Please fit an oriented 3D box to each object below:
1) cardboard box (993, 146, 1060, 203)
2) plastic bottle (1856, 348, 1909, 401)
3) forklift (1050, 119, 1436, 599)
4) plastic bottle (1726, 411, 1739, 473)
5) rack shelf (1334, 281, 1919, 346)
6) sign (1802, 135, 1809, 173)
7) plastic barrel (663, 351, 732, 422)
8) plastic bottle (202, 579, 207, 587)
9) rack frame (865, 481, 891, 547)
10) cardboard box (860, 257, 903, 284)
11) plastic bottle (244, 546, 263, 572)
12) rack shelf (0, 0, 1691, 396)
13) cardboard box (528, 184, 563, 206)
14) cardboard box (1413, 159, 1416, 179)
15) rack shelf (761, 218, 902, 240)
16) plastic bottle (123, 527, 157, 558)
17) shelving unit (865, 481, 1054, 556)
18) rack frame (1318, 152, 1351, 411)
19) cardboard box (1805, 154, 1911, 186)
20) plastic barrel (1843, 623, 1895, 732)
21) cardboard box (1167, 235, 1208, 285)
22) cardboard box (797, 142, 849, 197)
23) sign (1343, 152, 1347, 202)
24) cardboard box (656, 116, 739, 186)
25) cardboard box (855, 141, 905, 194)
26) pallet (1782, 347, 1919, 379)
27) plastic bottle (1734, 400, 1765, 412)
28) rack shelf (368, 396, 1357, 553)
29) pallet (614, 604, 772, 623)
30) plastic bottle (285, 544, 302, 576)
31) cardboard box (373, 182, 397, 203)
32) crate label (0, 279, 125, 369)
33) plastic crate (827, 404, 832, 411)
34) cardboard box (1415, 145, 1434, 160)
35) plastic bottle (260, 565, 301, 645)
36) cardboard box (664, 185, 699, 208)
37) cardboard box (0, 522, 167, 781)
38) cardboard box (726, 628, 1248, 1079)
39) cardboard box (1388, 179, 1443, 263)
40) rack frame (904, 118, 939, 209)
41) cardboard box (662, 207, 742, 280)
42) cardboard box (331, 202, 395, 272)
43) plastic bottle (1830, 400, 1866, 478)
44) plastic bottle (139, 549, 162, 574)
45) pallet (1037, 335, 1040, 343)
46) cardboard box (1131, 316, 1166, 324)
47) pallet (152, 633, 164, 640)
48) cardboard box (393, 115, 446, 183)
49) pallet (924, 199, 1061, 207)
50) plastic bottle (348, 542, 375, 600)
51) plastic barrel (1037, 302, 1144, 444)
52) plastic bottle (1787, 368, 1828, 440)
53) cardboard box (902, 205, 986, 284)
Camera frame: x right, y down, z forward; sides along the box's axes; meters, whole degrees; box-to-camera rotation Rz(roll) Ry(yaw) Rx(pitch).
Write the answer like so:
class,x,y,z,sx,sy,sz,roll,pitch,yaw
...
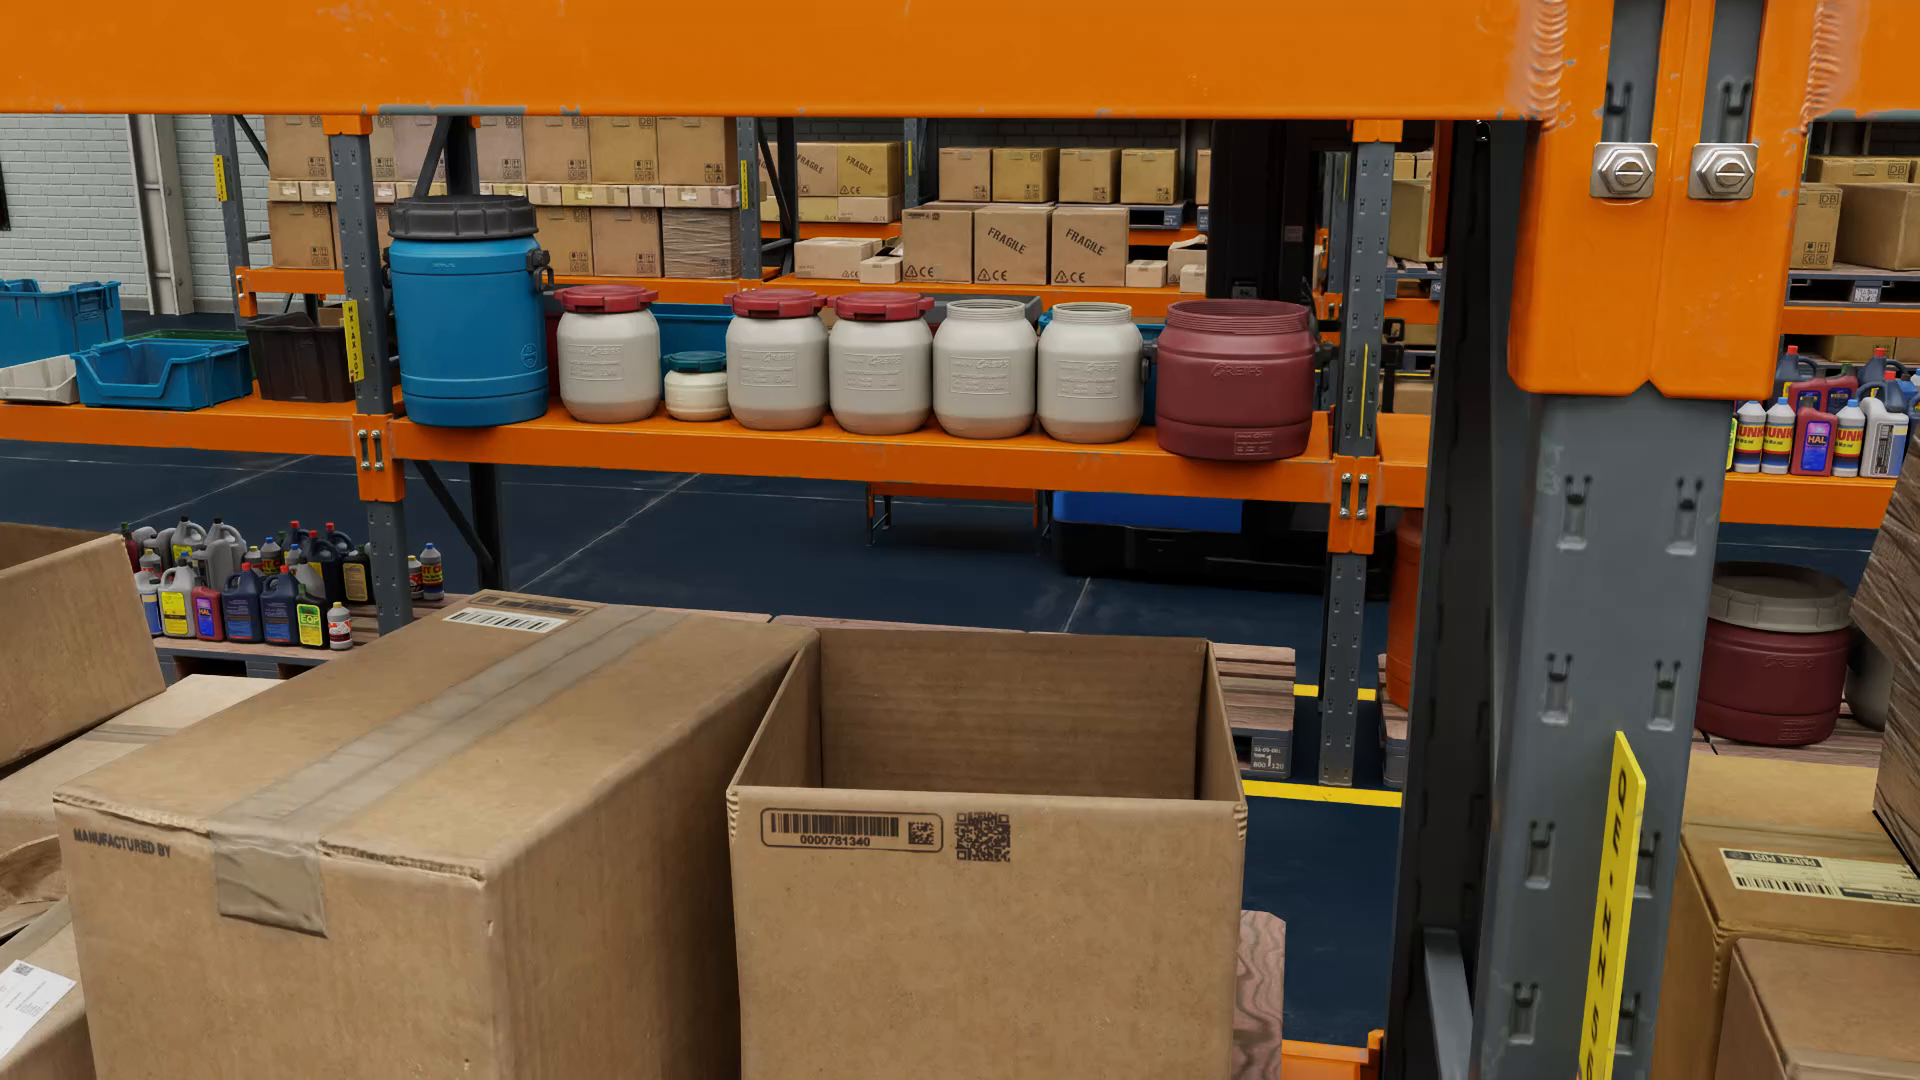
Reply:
class,x,y,z,sx,sy,sz,roll,pitch,yaw
cardboard box,0.658,-3.606,16.378,0.500,0.500,0.700,5,16,17
plastic bottle,3.626,-0.578,6.551,0.185,0.351,0.144,3,16,11
forklift,2.084,-1.253,9.026,3.031,2.935,1.130,4,16,14
plastic bottle,2.727,-0.389,5.995,0.133,0.283,0.061,3,16,11
rack shelf,4.516,-1.451,10.959,4.000,0.370,1.077,3,16,11
sign,7.361,-3.365,14.500,0.005,0.325,0.100,3,16,11
plastic barrel,-1.088,-0.644,6.958,0.301,0.262,0.301,0,15,0
plastic bottle,-3.552,0.261,7.694,0.133,0.283,0.061,3,16,11
rack frame,-0.492,-0.569,9.938,0.032,1.125,0.500,3,16,11
cardboard box,-0.536,-1.895,11.686,0.250,0.149,0.380,3,16,11
plastic bottle,-3.520,0.132,8.313,0.097,0.201,0.097,0,15,0
rack shelf,-1.381,-0.518,1.972,4.000,0.370,1.077,3,16,11
cardboard box,-2.917,-2.504,12.011,0.250,0.149,0.380,4,16,13
cardboard box,4.547,-3.415,15.920,0.500,0.500,0.500,3,16,10
rack shelf,-2.340,-3.173,17.174,4.000,0.370,1.077,3,16,11
plastic bottle,-4.145,0.070,8.398,0.135,0.276,0.152,3,16,12
shelving unit,0.007,-0.542,9.841,1.048,1.125,0.538,3,16,11
rack frame,2.556,-1.904,11.247,0.127,3.000,1.000,3,16,11
cardboard box,7.988,-3.099,14.998,0.700,0.700,0.980,3,16,12
plastic barrel,3.726,0.476,6.527,0.421,0.512,0.421,0,15,0
cardboard box,1.718,-1.959,11.614,0.500,0.311,0.500,3,16,10
cardboard box,-1.395,-3.681,16.501,0.500,0.500,0.500,3,16,11
sign,2.449,-2.317,10.568,0.005,0.325,0.100,3,16,11
cardboard box,-1.800,-2.812,11.908,0.500,0.500,0.700,3,16,11
cardboard box,-0.799,-3.791,16.899,0.500,0.500,0.500,3,16,10
pallet,8.189,-1.583,15.310,1.213,0.211,1.003,3,16,11
plastic bottle,3.167,-0.582,6.691,0.133,0.283,0.061,3,16,11
rack shelf,-0.394,-0.368,7.050,4.000,0.370,1.077,3,16,11
pallet,-1.577,0.554,7.596,1.213,0.211,1.003,3,16,11
plastic bottle,-3.229,0.154,8.104,0.097,0.271,0.097,0,15,0
cardboard box,-4.191,-2.572,12.257,0.250,0.149,0.380,3,16,10
crate label,-4.417,-1.024,8.004,0.616,0.435,0.502,3,16,11
plastic crate,-0.591,-0.700,7.299,0.662,0.188,0.450,3,16,11
cardboard box,4.460,-3.643,15.337,0.500,0.250,0.500,3,16,10
plastic bottle,-3.043,0.284,7.485,0.185,0.351,0.144,3,16,10
cardboard box,-1.915,-2.450,11.815,0.250,0.149,0.380,3,16,10
cardboard box,-1.624,0.290,2.345,0.637,0.503,0.797,5,16,17
cardboard box,0.041,0.418,1.889,0.500,0.500,0.500,1,16,4
cardboard box,3.196,-2.151,11.163,0.500,0.500,0.700,-2,16,-8
rack frame,-0.380,-3.413,16.694,0.127,3.000,1.000,3,16,11
cardboard box,-1.800,-2.187,12.081,0.500,0.500,0.700,3,16,10
cardboard box,-4.313,-2.323,12.572,0.500,0.500,0.700,4,16,13
plastic bottle,3.165,-0.364,5.929,0.097,0.271,0.097,0,15,0
plastic bottle,-4.016,0.147,8.260,0.097,0.201,0.097,0,15,0
pallet,0.383,-2.028,16.918,1.213,0.211,1.003,3,16,11
cardboard box,1.850,-2.309,16.567,0.500,0.500,0.700,3,16,11
pallet,-4.203,0.412,8.111,1.213,0.211,1.003,3,16,11
cardboard box,-3.766,-2.919,12.293,0.500,0.500,0.700,3,16,11
pallet,0.340,-3.242,16.436,1.213,0.211,1.003,3,16,11
plastic bottle,-2.901,0.138,8.154,0.135,0.276,0.152,4,16,13
plastic barrel,0.515,-0.661,6.551,0.421,0.512,0.421,0,15,0
plastic bottle,3.319,-0.534,6.520,0.133,0.283,0.061,3,16,11
cardboard box,-0.098,-2.092,11.738,0.500,0.500,0.500,4,16,15
